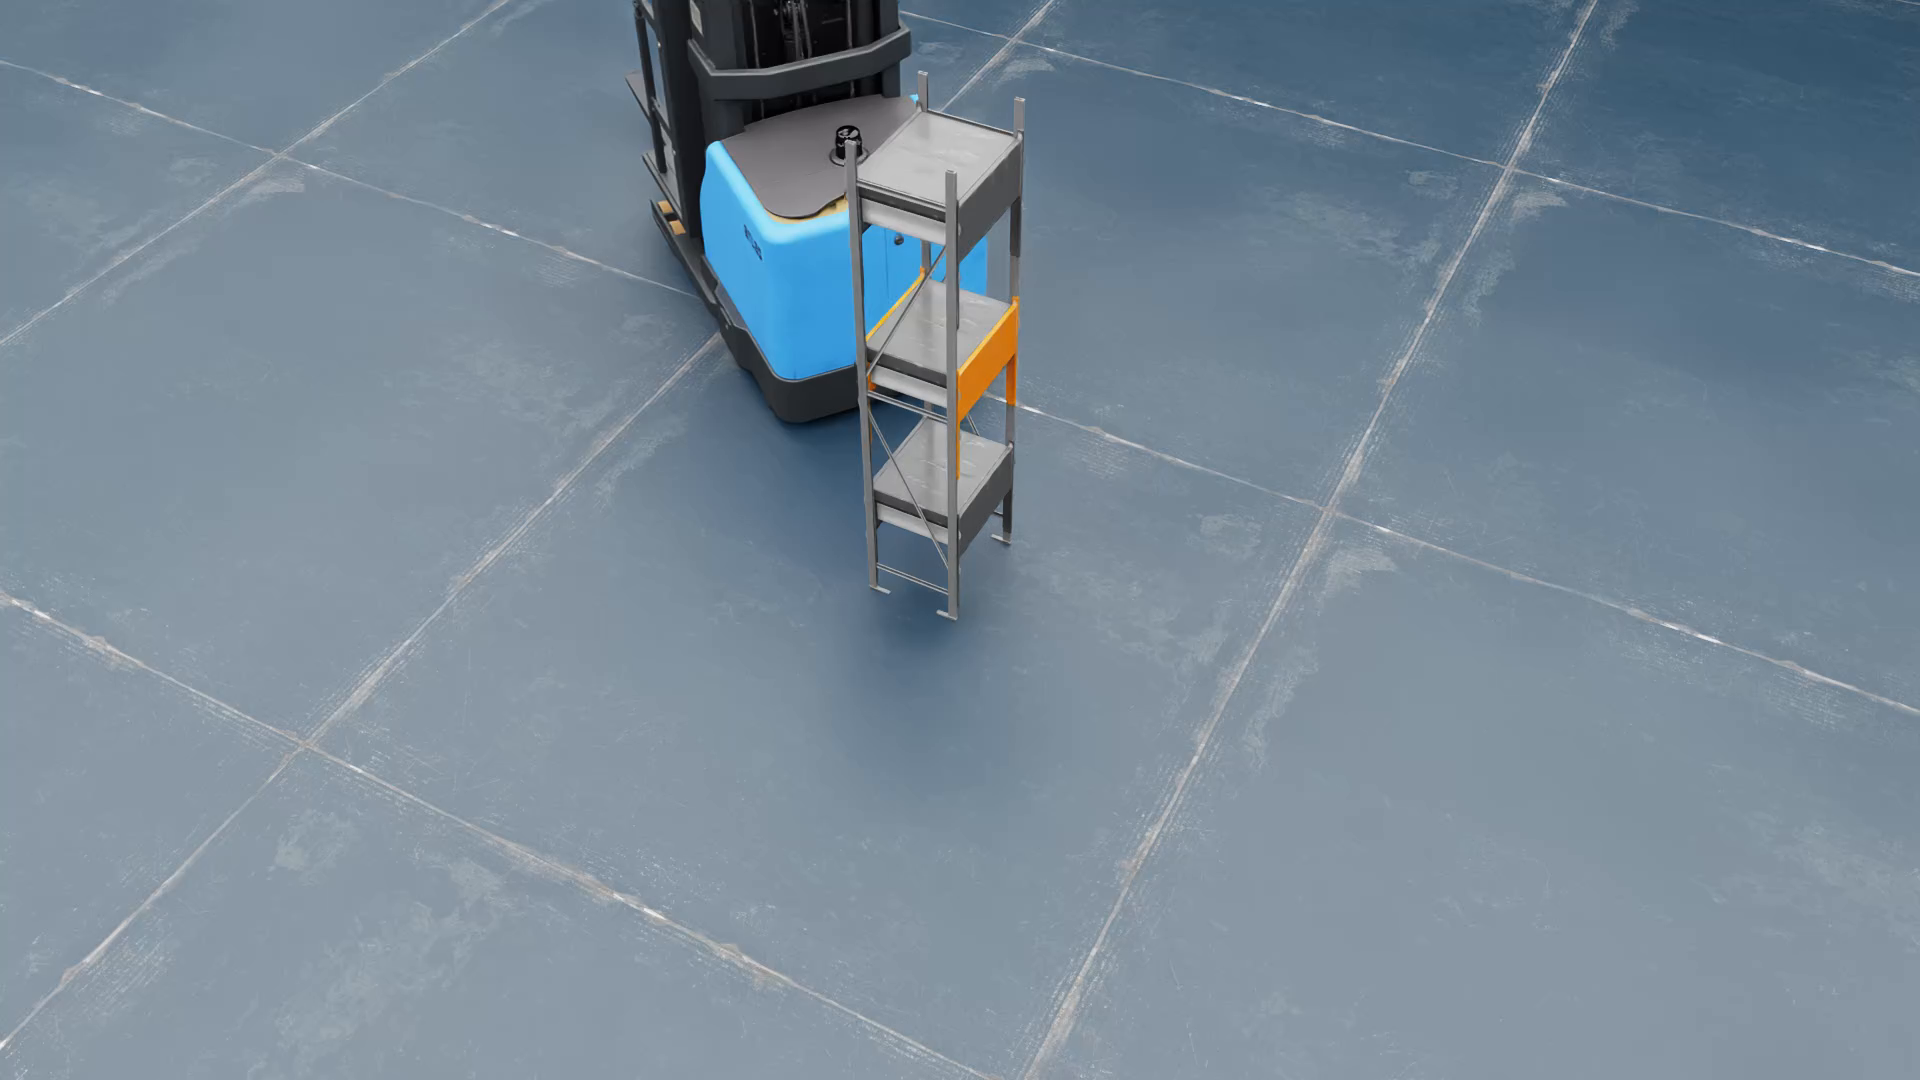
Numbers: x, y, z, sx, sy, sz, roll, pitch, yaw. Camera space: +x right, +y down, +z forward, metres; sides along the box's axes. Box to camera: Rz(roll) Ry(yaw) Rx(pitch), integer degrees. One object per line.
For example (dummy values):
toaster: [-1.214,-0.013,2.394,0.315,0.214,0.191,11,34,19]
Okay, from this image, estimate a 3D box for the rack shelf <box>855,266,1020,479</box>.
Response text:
rack shelf: [-0.077,-0.624,6.190,0.431,0.518,0.480,20,49,19]

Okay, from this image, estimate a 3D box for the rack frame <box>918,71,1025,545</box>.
rack frame: [0.036,-0.788,6.332,0.400,2.100,0.015,20,49,19]

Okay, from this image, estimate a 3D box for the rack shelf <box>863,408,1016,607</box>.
rack shelf: [-0.077,-0.132,6.688,0.431,0.518,0.480,20,49,19]

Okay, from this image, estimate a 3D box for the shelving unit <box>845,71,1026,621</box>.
shelving unit: [-0.077,-0.634,6.180,0.431,2.100,0.503,20,49,19]

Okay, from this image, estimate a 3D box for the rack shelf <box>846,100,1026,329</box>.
rack shelf: [-0.077,-1.116,5.692,0.431,0.518,0.480,20,49,19]

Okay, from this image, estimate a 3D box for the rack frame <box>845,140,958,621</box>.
rack frame: [-0.190,-0.480,6.028,0.400,2.100,0.015,20,49,19]

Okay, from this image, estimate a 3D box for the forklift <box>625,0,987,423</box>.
forklift: [-0.937,-2.613,7.551,1.130,2.935,3.031,-18,48,-17]
